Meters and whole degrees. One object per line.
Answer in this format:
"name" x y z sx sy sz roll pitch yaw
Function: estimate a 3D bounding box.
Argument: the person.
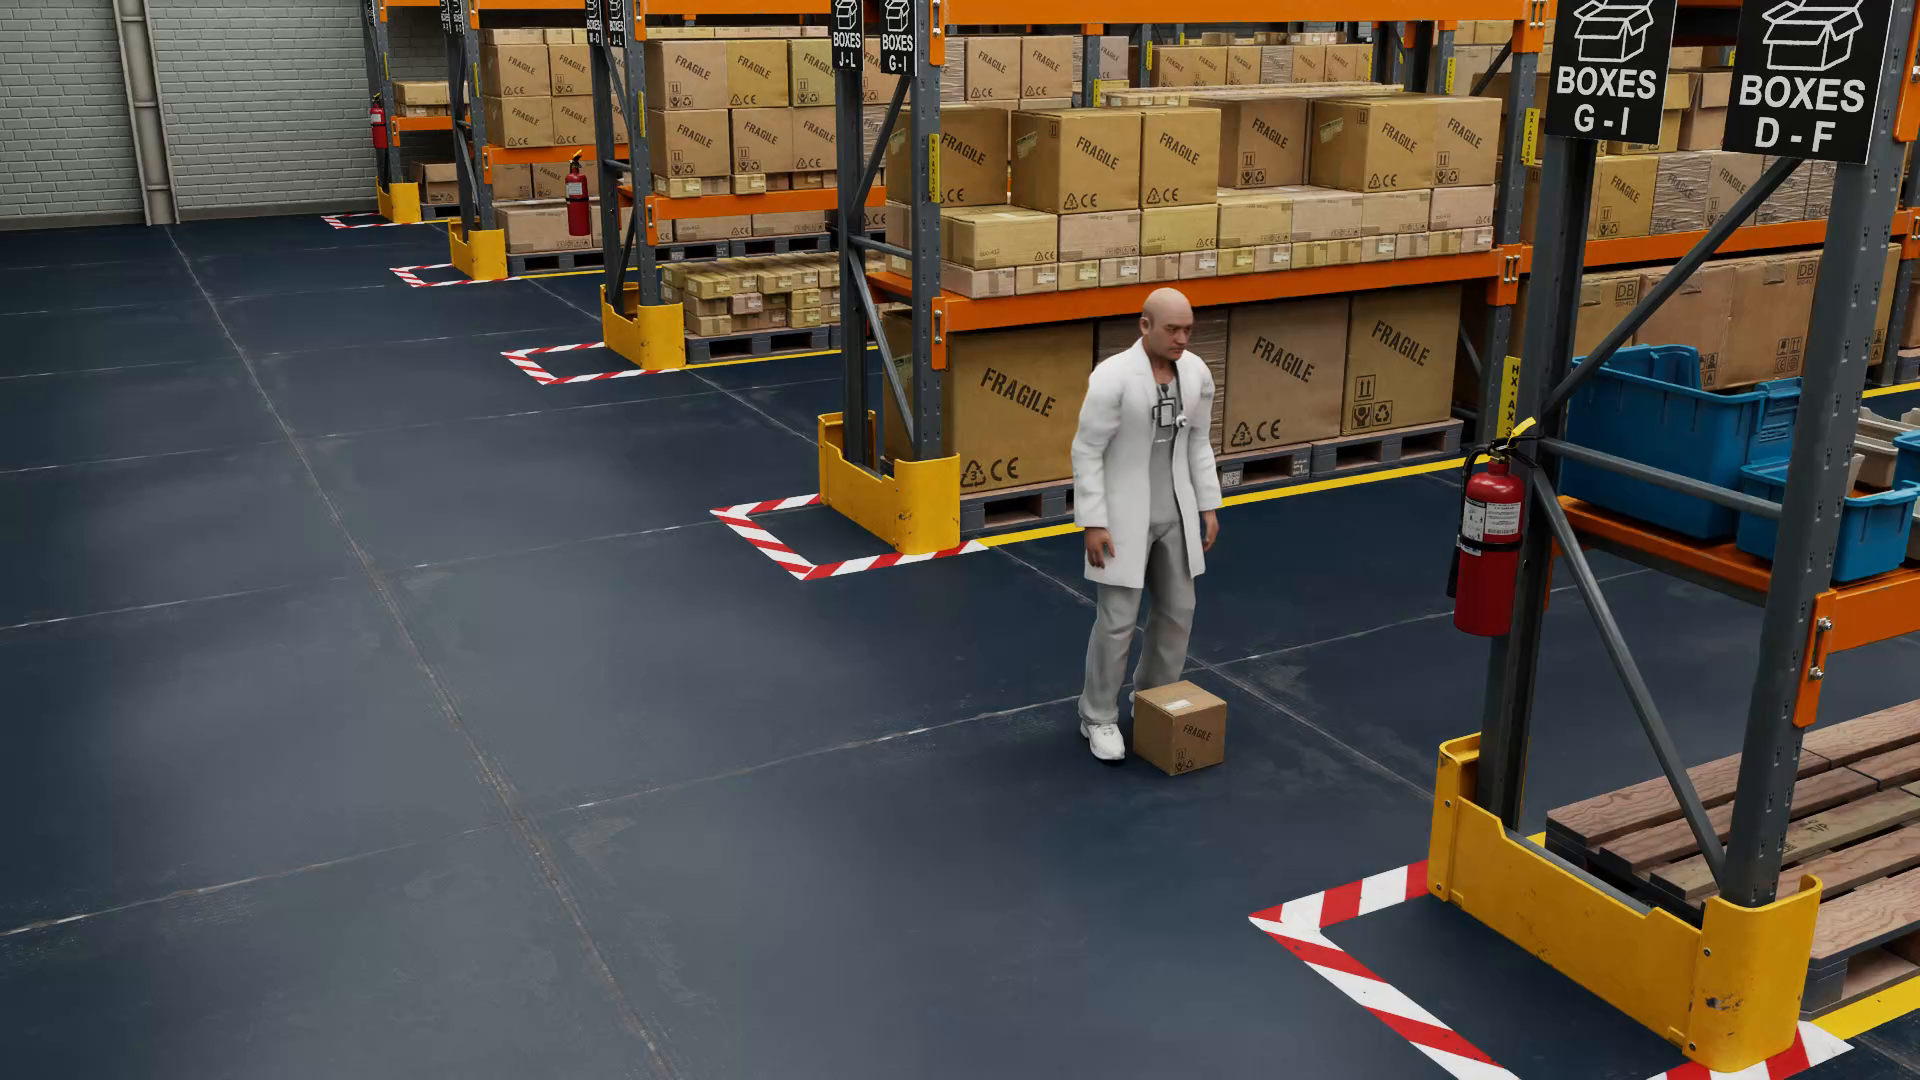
"person" 0.713 -0.076 6.313 0.643 1.774 0.423 -9 20 -26
